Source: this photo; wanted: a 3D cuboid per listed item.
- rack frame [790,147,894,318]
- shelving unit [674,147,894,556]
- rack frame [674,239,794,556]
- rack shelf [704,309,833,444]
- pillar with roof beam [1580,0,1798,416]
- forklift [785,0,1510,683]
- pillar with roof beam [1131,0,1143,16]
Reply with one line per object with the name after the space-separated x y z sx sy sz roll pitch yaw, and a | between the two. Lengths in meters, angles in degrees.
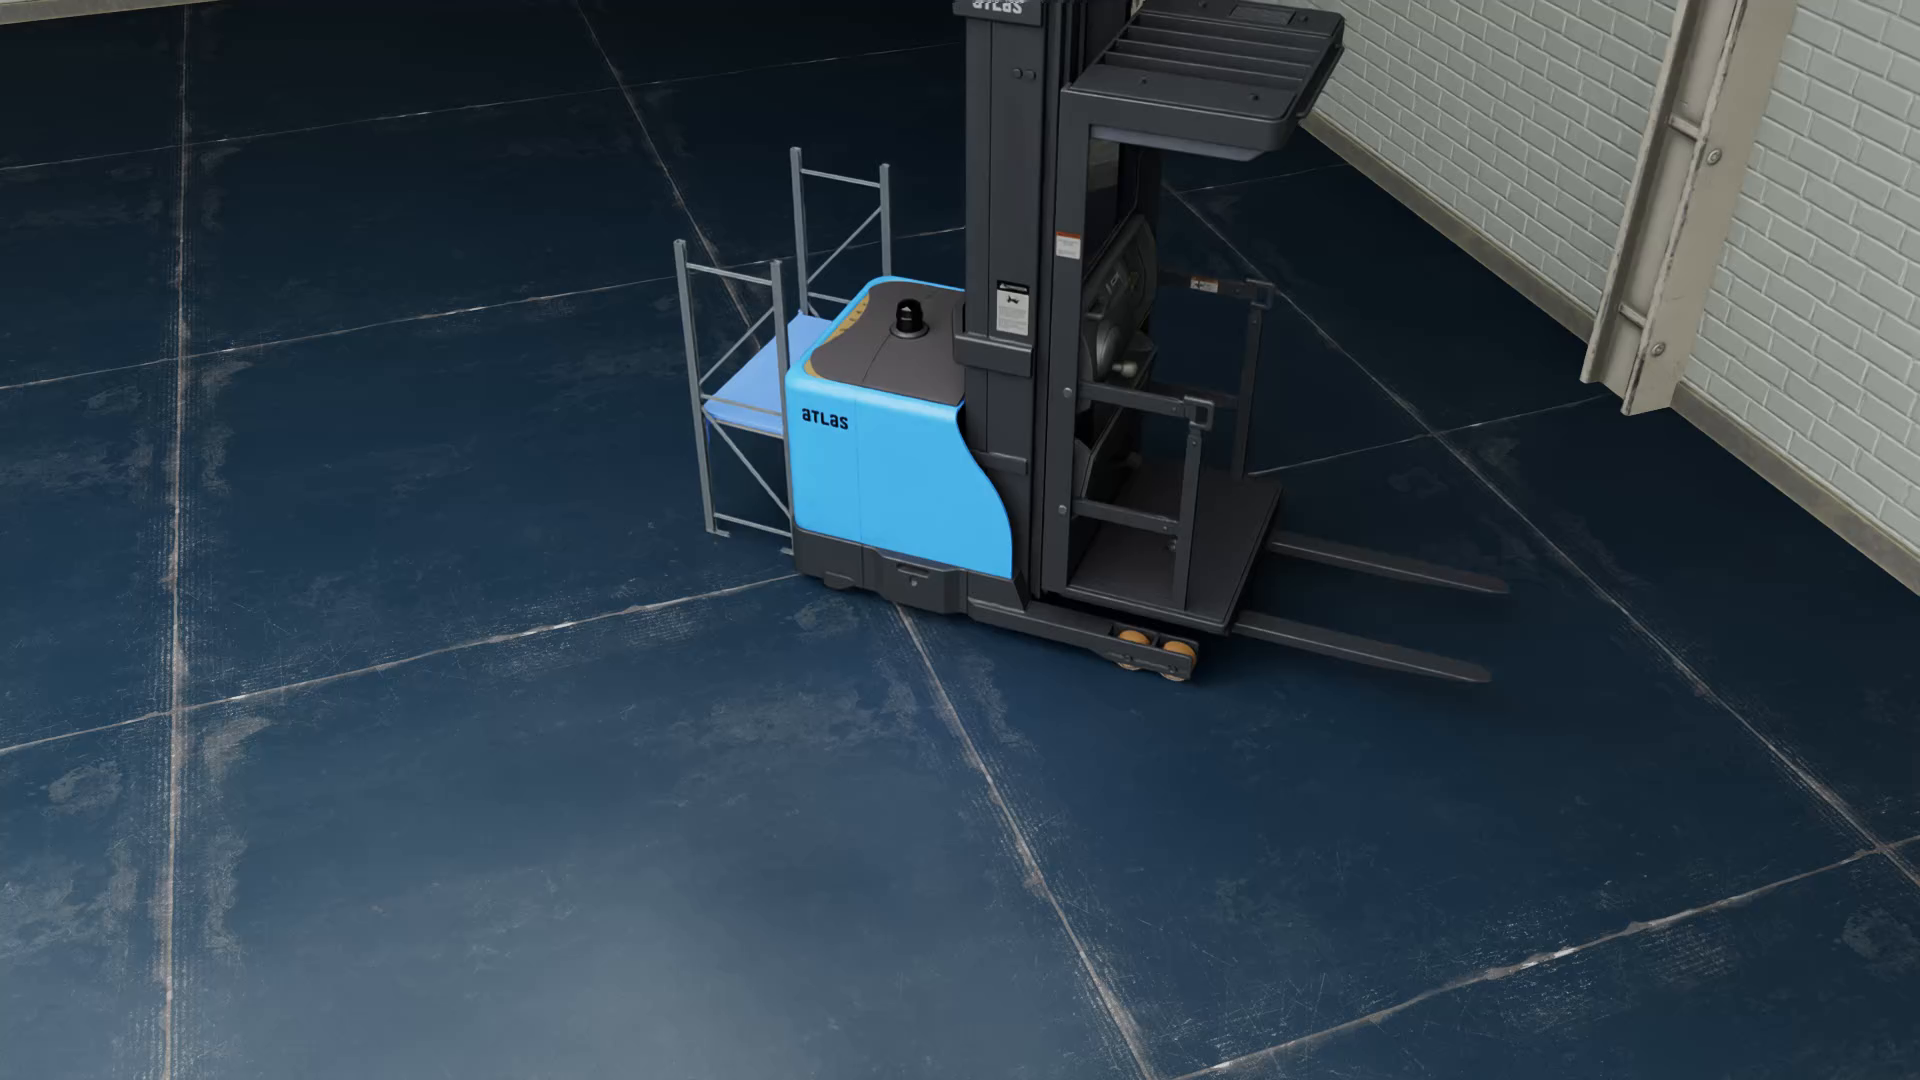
-0.547 -1.147 8.026 0.500 1.500 0.032 15 39 19 | rack frame
-0.750 -0.866 7.654 0.538 1.500 1.048 15 39 19 | shelving unit
-0.954 -0.586 7.282 0.500 1.500 0.032 15 39 19 | rack frame
-0.750 -0.723 7.762 0.538 0.185 1.000 15 39 19 | rack shelf
-0.519 -3.487 4.900 9.100 9.000 0.400 -12 39 -16 | pillar with roof beam
0.824 -0.944 6.567 3.031 2.935 1.130 13 39 17 | forklift
-2.584 -6.877 9.400 9.100 9.000 0.400 -12 39 -16 | pillar with roof beam
